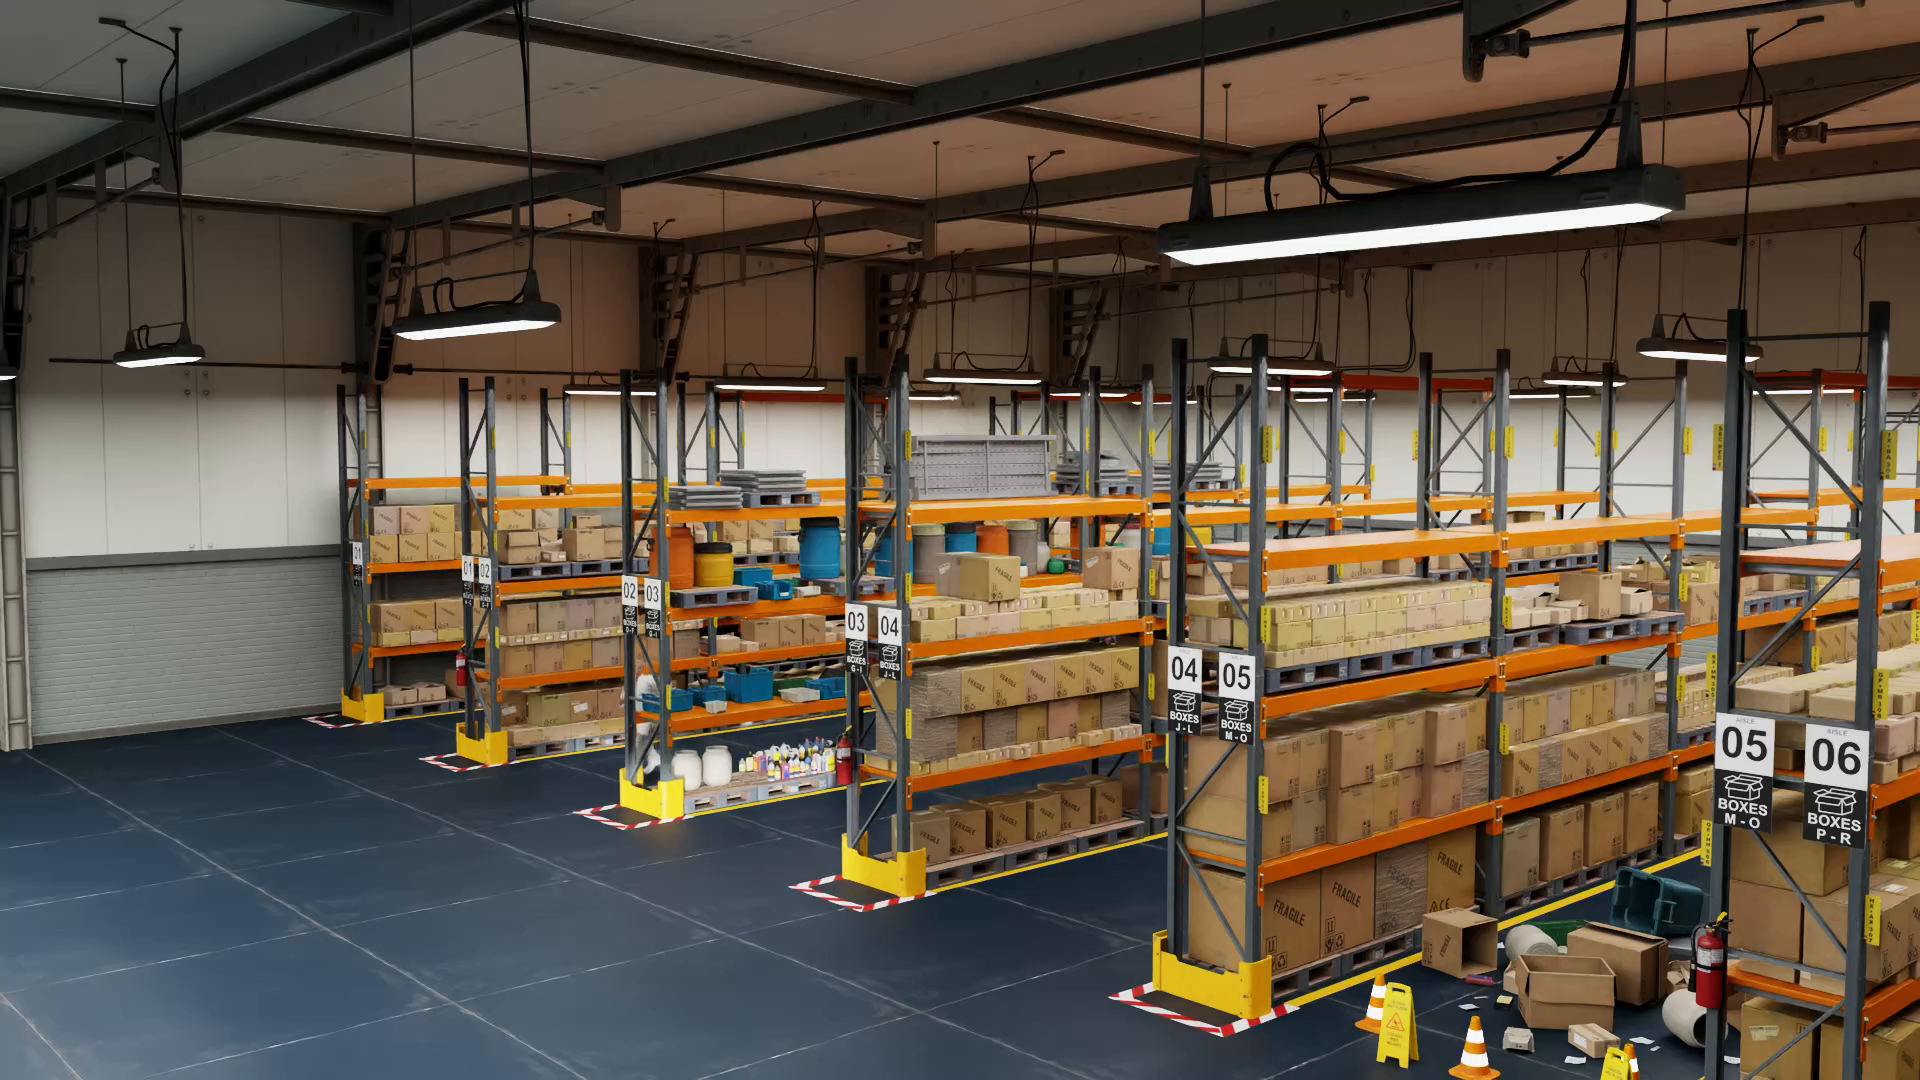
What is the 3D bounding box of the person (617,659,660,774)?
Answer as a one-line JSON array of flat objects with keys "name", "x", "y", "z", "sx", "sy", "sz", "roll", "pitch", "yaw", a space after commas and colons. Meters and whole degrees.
[{"name": "person", "x": -4.712, "y": 2.661, "z": 24.557, "sx": 0.737, "sy": 1.828, "sz": 0.923, "roll": 3, "pitch": 5, "yaw": 37}]
